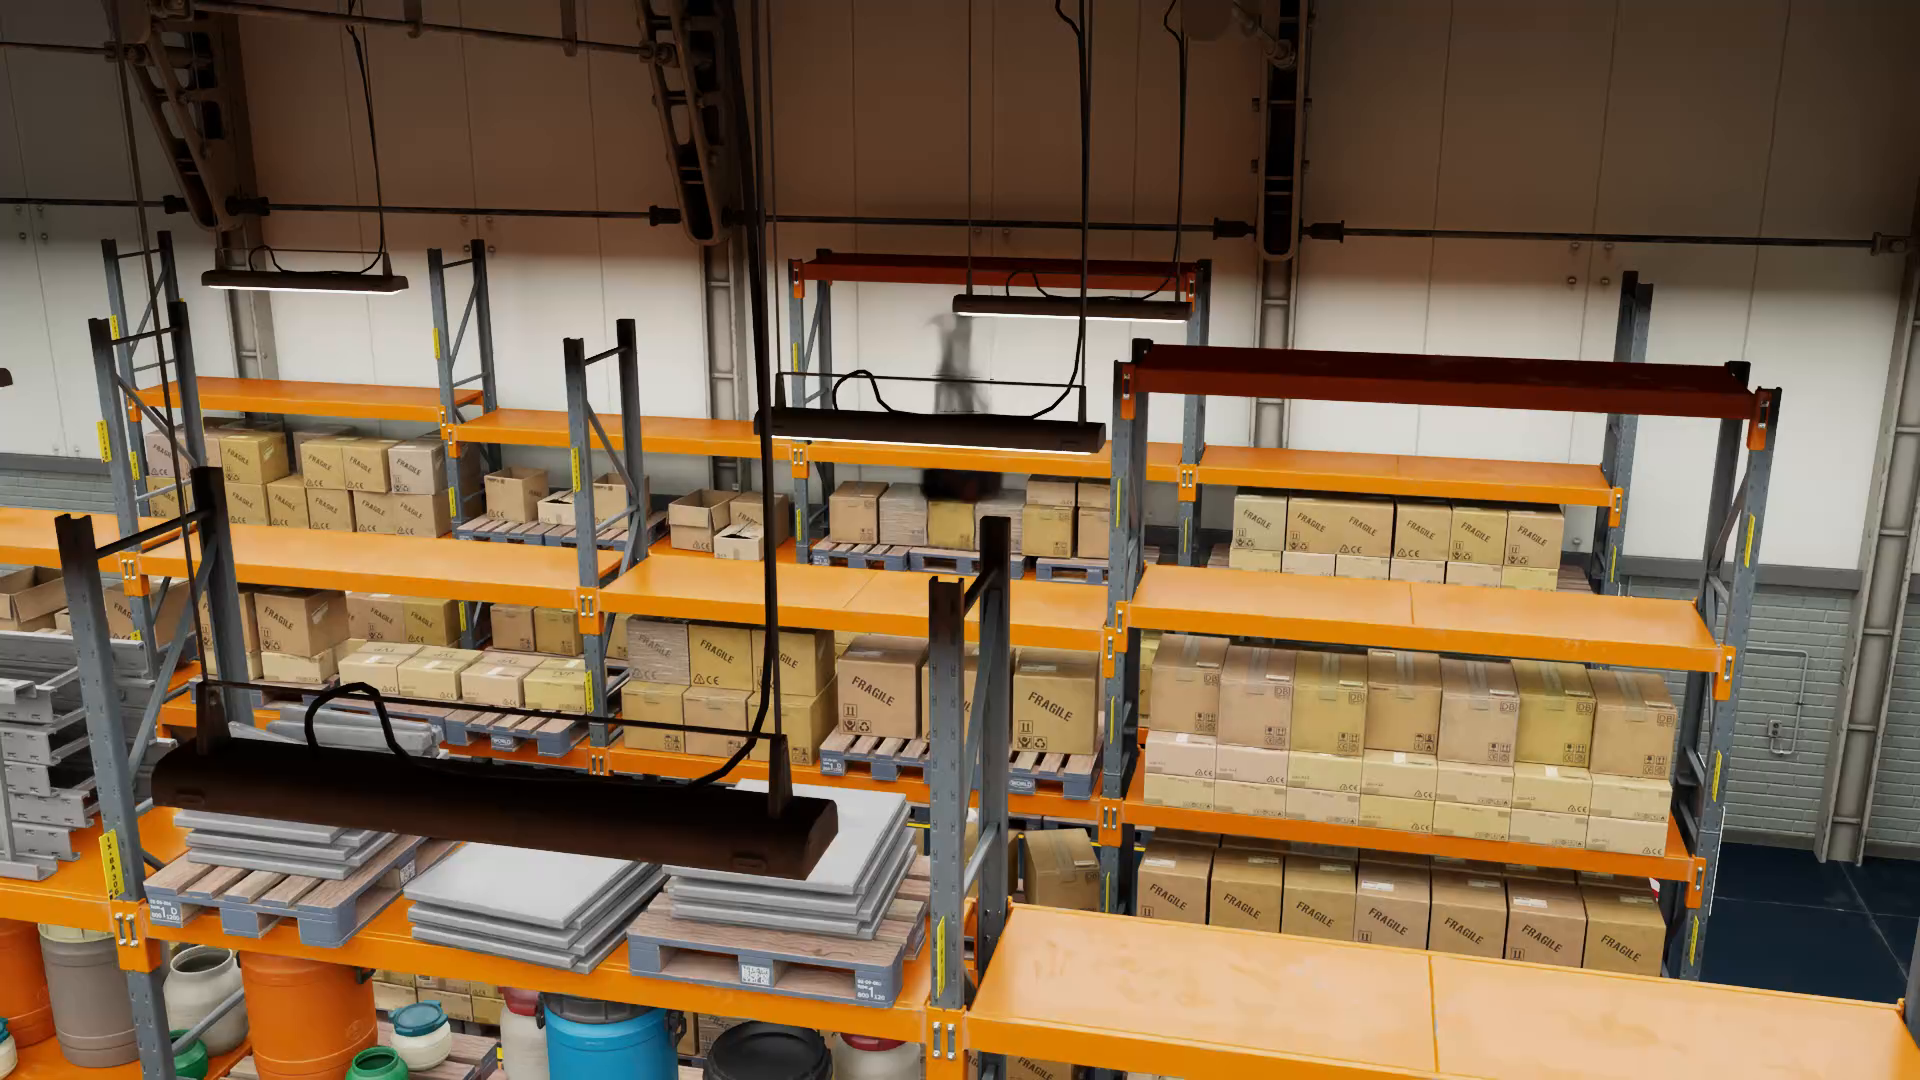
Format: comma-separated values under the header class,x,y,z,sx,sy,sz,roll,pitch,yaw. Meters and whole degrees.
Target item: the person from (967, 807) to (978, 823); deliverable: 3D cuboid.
class,x,y,z,sx,sy,sz,roll,pitch,yaw
person,-0.012,3.007,15.053,0.598,1.726,0.702,5,17,18
